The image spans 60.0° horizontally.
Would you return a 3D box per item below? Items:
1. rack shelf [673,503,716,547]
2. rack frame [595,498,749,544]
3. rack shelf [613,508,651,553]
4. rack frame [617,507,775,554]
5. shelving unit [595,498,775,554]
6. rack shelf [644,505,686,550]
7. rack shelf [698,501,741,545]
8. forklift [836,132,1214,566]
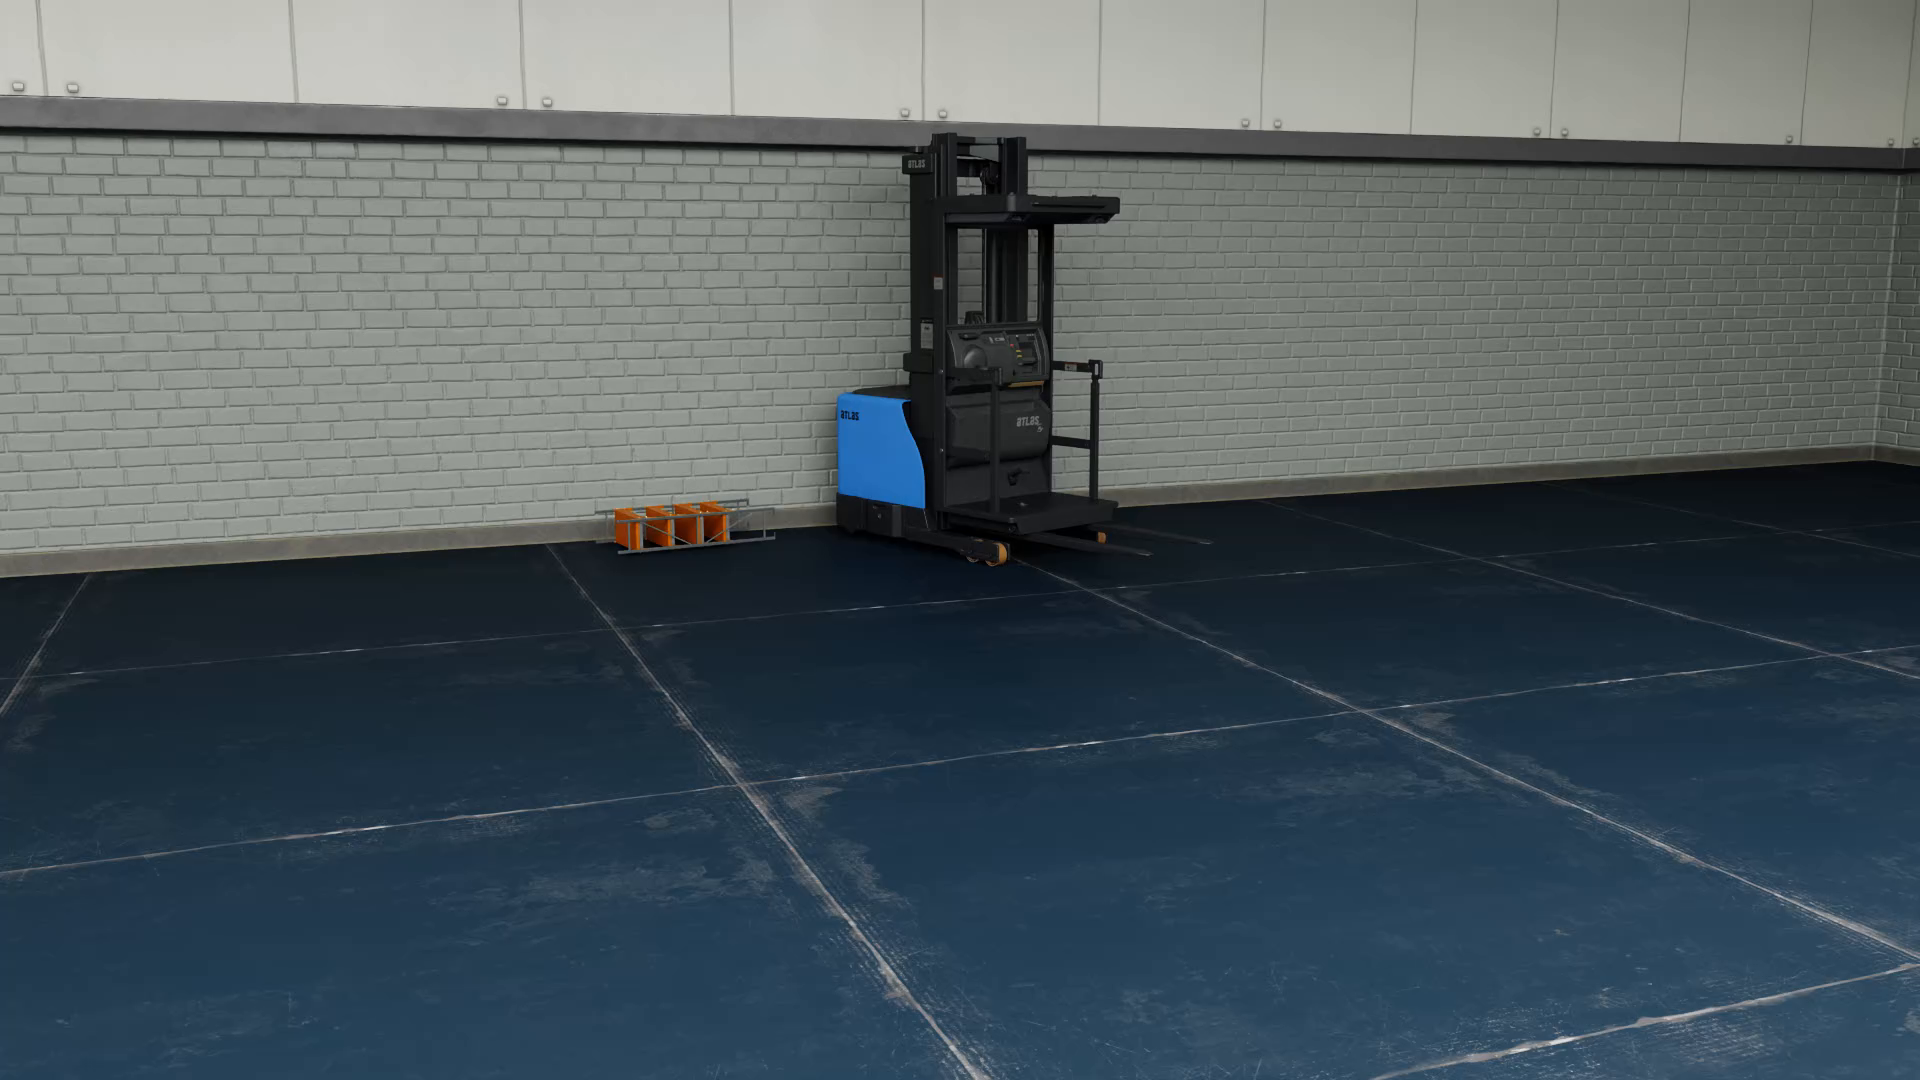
[{"bbox_3d":[-1.952,-0.114,12.221,0.148,0.258,0.480,-6,12,-30],"label":"rack shelf"},{"bbox_3d":[-2.132,-0.145,12.396,1.200,0.240,0.015,-6,12,-30],"label":"rack frame"},{"bbox_3d":[-2.350,-0.074,11.993,0.148,0.258,0.480,-6,12,-30],"label":"rack shelf"},{"bbox_3d":[-1.887,-0.071,11.980,1.200,0.240,0.015,-6,12,-30],"label":"rack frame"},{"bbox_3d":[-2.010,-0.108,12.188,1.200,0.258,0.503,-6,12,-30],"label":"shelving unit"},{"bbox_3d":[-2.145,-0.094,12.111,0.148,0.258,0.480,-6,12,-30],"label":"rack shelf"},{"bbox_3d":[-1.780,-0.132,12.319,0.148,0.258,0.480,-6,12,-30],"label":"rack shelf"},{"bbox_3d":[0.422,-1.362,11.709,1.130,2.935,3.031,-9,14,-42],"label":"forklift"}]
